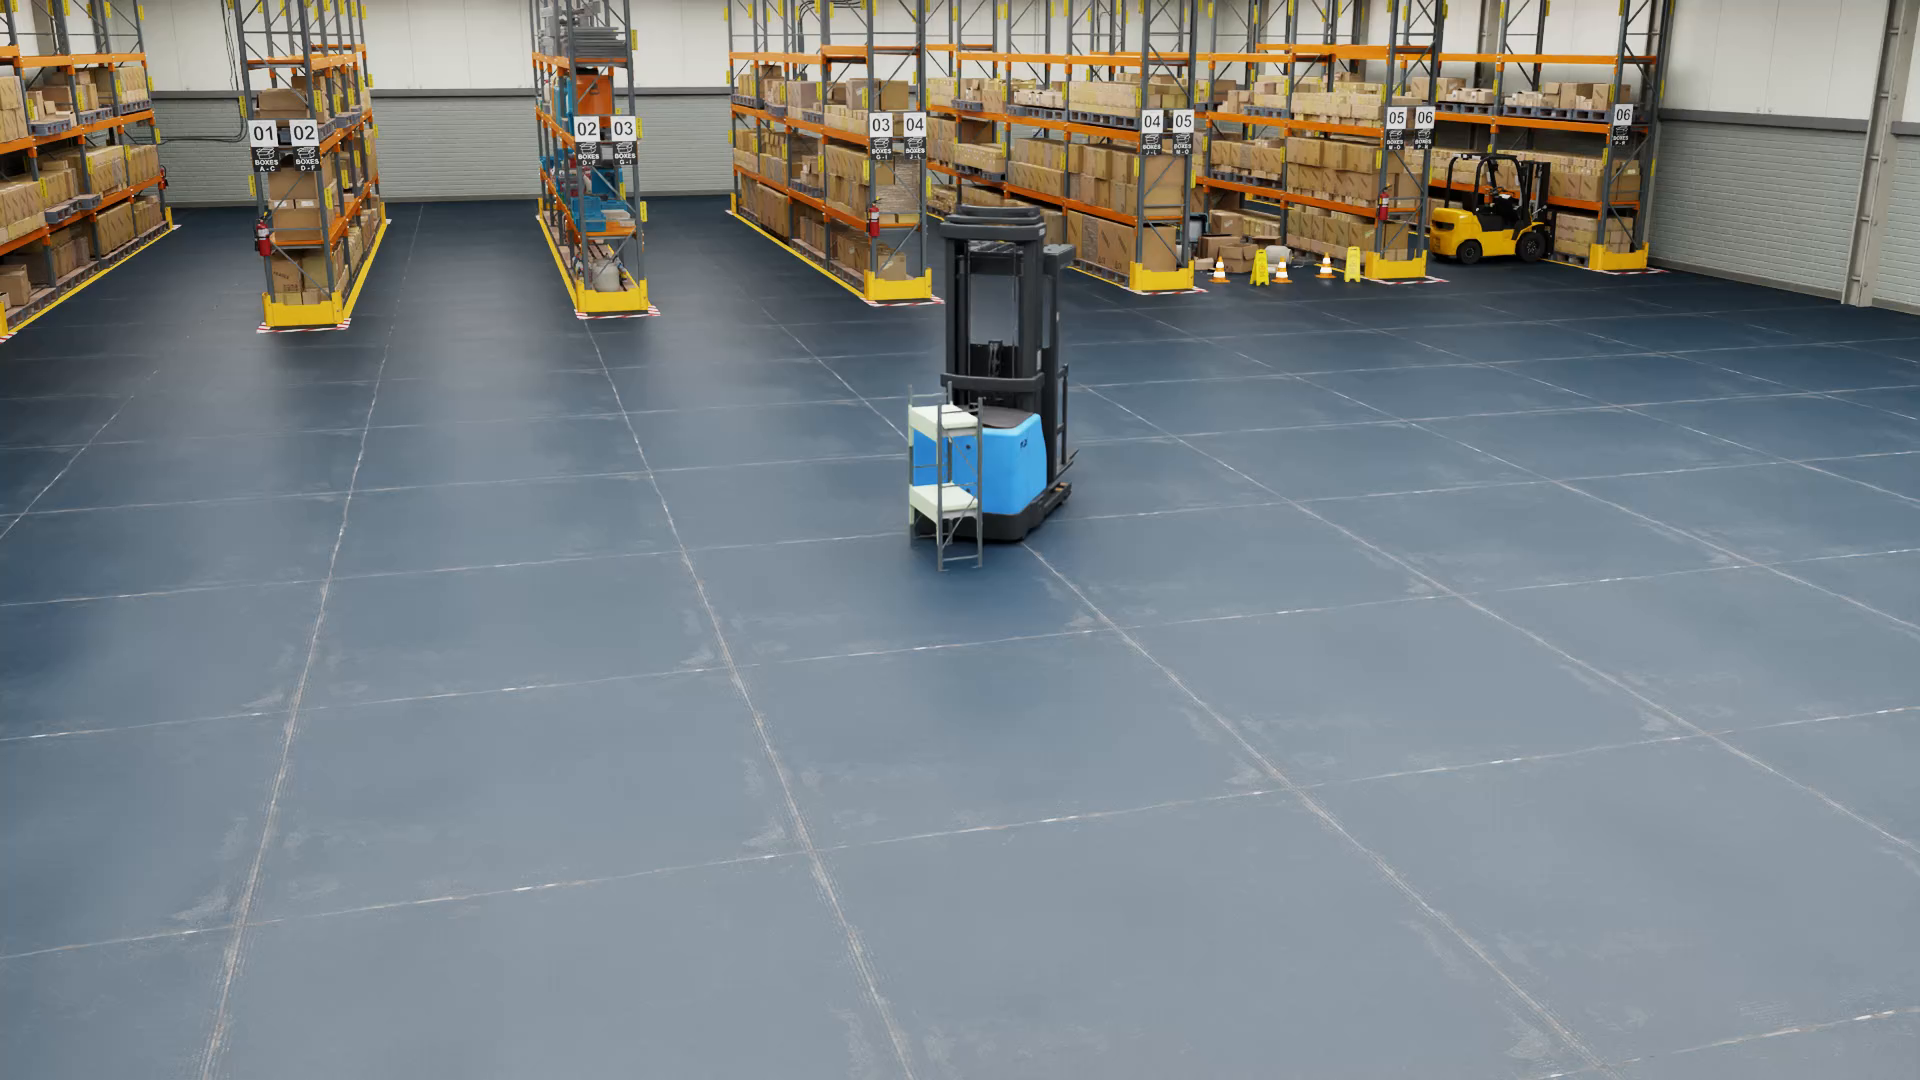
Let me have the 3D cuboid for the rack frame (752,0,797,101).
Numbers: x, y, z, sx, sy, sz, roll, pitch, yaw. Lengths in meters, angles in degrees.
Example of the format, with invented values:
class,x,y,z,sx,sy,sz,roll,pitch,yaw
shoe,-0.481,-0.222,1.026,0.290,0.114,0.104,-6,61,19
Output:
class,x,y,z,sx,sy,sz,roll,pitch,yaw
rack frame,-4.380,-11.925,39.307,1.000,3.000,0.127,-5,17,-15

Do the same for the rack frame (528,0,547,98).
class,x,y,z,sx,sy,sz,roll,pitch,yaw
rack frame,-10.242,-12.640,41.687,1.000,3.000,0.127,-5,17,-15

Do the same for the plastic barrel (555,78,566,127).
class,x,y,z,sx,sy,sz,roll,pitch,yaw
plastic barrel,-7.472,-8.428,32.009,0.600,0.901,0.600,0,17,0

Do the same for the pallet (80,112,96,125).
class,x,y,z,sx,sy,sz,roll,pitch,yaw
pallet,-17.797,-8.291,32.750,1.213,0.211,1.003,-4,17,-13

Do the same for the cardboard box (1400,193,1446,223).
class,x,y,z,sx,sy,sz,roll,pitch,yaw
cardboard box,11.177,-8.013,40.108,0.875,0.625,0.625,-4,17,-13

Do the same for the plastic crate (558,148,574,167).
class,x,y,z,sx,sy,sz,roll,pitch,yaw
plastic crate,-9.970,-9.734,42.277,0.616,0.435,0.499,-5,17,-15

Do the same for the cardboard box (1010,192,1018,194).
class,x,y,z,sx,sy,sz,roll,pitch,yaw
cardboard box,1.420,-8.023,39.056,0.500,0.250,0.500,-5,17,-16

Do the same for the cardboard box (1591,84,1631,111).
class,x,y,z,sx,sy,sz,roll,pitch,yaw
cardboard box,12.862,-8.746,32.861,0.500,0.500,0.500,-4,17,-13

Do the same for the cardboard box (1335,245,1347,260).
class,x,y,z,sx,sy,sz,roll,pitch,yaw
cardboard box,7.830,-5.746,33.216,0.500,0.250,0.500,-5,17,-15

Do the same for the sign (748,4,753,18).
class,x,y,z,sx,sy,sz,roll,pitch,yaw
sign,-4.921,-12.411,39.026,0.100,0.325,0.005,-5,17,-15

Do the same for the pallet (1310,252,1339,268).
class,x,y,z,sx,sy,sz,roll,pitch,yaw
pallet,7.904,-5.766,34.078,1.003,0.211,1.213,-5,17,-15

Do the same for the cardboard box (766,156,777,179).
class,x,y,z,sx,sy,sz,roll,pitch,yaw
cardboard box,-4.218,-8.675,38.743,0.500,0.500,0.500,-5,17,-17

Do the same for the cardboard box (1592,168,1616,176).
class,x,y,z,sx,sy,sz,roll,pitch,yaw
cardboard box,12.853,-7.342,33.176,0.380,0.149,0.250,-4,17,-14

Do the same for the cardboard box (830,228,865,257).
class,x,y,z,sx,sy,sz,roll,pitch,yaw
cardboard box,-2.330,-6.024,33.671,0.700,0.500,0.500,-6,18,-20

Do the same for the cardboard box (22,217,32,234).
class,x,y,z,sx,sy,sz,roll,pitch,yaw
cardboard box,-15.766,-5.218,27.634,0.500,0.250,0.500,-5,17,-16

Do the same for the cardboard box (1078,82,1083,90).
class,x,y,z,sx,sy,sz,roll,pitch,yaw
cardboard box,2.529,-8.882,32.538,0.380,0.149,0.250,-5,17,-16

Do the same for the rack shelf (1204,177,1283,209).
class,x,y,z,sx,sy,sz,roll,pitch,yaw
rack shelf,6.797,-7.831,37.357,1.077,0.370,4.000,-5,17,-15

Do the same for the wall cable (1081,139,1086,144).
class,x,y,z,sx,sy,sz,roll,pitch,yaw
wall cable,3.837,-13.101,51.886,0.588,1.984,0.122,-5,17,-15

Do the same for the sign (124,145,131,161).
class,x,y,z,sx,sy,sz,roll,pitch,yaw
sign,-18.149,-8.439,36.256,0.100,0.325,0.005,-5,17,-15

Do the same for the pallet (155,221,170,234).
class,x,y,z,sx,sy,sz,roll,pitch,yaw
pallet,-19.472,-7.433,39.628,1.003,0.211,1.213,-5,17,-15

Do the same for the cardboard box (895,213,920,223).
class,x,y,z,sx,sy,sz,roll,pitch,yaw
cardboard box,-0.932,-5.710,29.481,0.380,0.149,0.250,-5,17,-15

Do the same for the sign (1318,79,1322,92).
class,x,y,z,sx,sy,sz,roll,pitch,yaw
sign,9.400,-11.868,43.432,0.100,0.325,0.005,-5,17,-15

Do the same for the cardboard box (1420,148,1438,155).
class,x,y,z,sx,sy,sz,roll,pitch,yaw
cardboard box,11.077,-9.155,39.213,0.380,0.149,0.250,-4,17,-15

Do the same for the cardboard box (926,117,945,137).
class,x,y,z,sx,sy,sz,roll,pitch,yaw
cardboard box,-0.670,-10.907,43.919,0.500,0.500,0.500,-4,17,-14

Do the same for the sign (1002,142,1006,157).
class,x,y,z,sx,sy,sz,roll,pitch,yaw
sign,0.997,-8.781,37.392,0.100,0.325,0.005,-5,17,-15

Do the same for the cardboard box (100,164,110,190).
class,x,y,z,sx,sy,sz,roll,pitch,yaw
cardboard box,-17.727,-7.408,33.972,0.500,0.500,0.500,-5,17,-16

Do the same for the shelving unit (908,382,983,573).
class,x,y,z,sx,sy,sz,roll,pitch,yaw
shelving unit,-0.132,-0.559,14.505,0.431,1.500,0.755,-6,18,-20

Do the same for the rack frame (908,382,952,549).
class,x,y,z,sx,sy,sz,roll,pitch,yaw
rack frame,-0.263,-0.658,14.833,0.400,1.500,0.023,-6,18,-20

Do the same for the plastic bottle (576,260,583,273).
class,x,y,z,sx,sy,sz,roll,pitch,yaw
plastic bottle,-6.901,-4.912,30.228,0.144,0.351,0.185,-4,17,-13

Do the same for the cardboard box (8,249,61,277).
class,x,y,z,sx,sy,sz,roll,pitch,yaw
cardboard box,-16.878,-5.019,30.324,0.700,0.500,0.500,-5,17,-16

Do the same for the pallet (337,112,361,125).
class,x,y,z,sx,sy,sz,roll,pitch,yaw
pallet,-12.534,-8.329,32.877,1.213,0.211,1.003,-4,17,-13

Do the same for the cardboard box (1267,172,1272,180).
class,x,y,z,sx,sy,sz,roll,pitch,yaw
cardboard box,6.884,-7.898,36.036,0.380,0.149,0.250,-5,17,-17

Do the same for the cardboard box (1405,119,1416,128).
class,x,y,z,sx,sy,sz,roll,pitch,yaw
cardboard box,8.667,-7.950,31.724,0.380,0.149,0.250,-5,17,-15

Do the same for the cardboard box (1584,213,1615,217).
class,x,y,z,sx,sy,sz,roll,pitch,yaw
cardboard box,13.127,-6.558,34.181,0.500,0.250,0.500,-5,17,-15

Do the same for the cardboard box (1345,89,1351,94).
class,x,y,z,sx,sy,sz,roll,pitch,yaw
cardboard box,9.964,-11.327,42.062,0.380,0.149,0.250,-4,17,-14

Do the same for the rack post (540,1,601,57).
class,x,y,z,sx,sy,sz,roll,pitch,yaw
rack post,-7.568,-9.954,32.399,1.013,1.000,3.121,-5,17,-15

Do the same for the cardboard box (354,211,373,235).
class,x,y,z,sx,sy,sz,roll,pitch,yaw
cardboard box,-13.367,-7.032,37.026,0.500,0.500,0.500,-5,17,-15

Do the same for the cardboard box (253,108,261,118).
class,x,y,z,sx,sy,sz,roll,pitch,yaw
cardboard box,-11.178,-6.881,27.016,0.500,0.250,0.500,-5,17,-15

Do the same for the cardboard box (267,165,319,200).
class,x,y,z,sx,sy,sz,roll,pitch,yaw
cardboard box,-10.739,-5.764,26.797,0.700,0.500,0.500,-5,17,-15

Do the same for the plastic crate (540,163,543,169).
class,x,y,z,sx,sy,sz,roll,pitch,yaw
plastic crate,-10.295,-9.292,41.323,0.250,0.136,0.298,-5,17,-15

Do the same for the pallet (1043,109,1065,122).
class,x,y,z,sx,sy,sz,roll,pitch,yaw
pallet,2.316,-8.798,34.443,0.805,0.209,1.217,-5,18,-17

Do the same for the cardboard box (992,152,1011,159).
class,x,y,z,sx,sy,sz,roll,pitch,yaw
cardboard box,0.940,-8.775,37.920,0.380,0.149,0.250,-5,18,-17

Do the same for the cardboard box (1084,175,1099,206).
class,x,y,z,sx,sy,sz,roll,pitch,yaw
cardboard box,2.936,-6.865,32.629,0.875,0.550,0.550,-5,17,-15

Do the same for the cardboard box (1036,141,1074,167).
class,x,y,z,sx,sy,sz,roll,pitch,yaw
cardboard box,2.054,-8.288,35.717,0.700,0.500,0.500,-5,17,-16

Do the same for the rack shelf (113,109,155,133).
class,x,y,z,sx,sy,sz,roll,pitch,yaw
rack shelf,-19.218,-9.522,37.773,1.077,0.370,4.000,-5,17,-15

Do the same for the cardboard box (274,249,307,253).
class,x,y,z,sx,sy,sz,roll,pitch,yaw
cardboard box,-11.467,-4.732,28.537,0.500,0.500,0.500,-5,17,-15

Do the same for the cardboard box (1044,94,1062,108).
class,x,y,z,sx,sy,sz,roll,pitch,yaw
cardboard box,2.064,-9.141,34.610,0.500,0.250,0.500,-5,17,-16

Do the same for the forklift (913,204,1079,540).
class,x,y,z,sx,sy,sz,roll,pitch,yaw
forklift,0.478,-1.784,16.095,1.130,2.935,3.031,5,18,17

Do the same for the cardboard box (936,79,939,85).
class,x,y,z,sx,sy,sz,roll,pitch,yaw
cardboard box,-0.402,-11.700,42.471,0.380,0.149,0.250,-5,17,-16

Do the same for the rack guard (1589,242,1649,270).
class,x,y,z,sx,sy,sz,roll,pitch,yaw
rack guard,13.224,-5.706,33.376,1.175,0.500,0.348,-5,17,-15

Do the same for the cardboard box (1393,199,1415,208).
class,x,y,z,sx,sy,sz,roll,pitch,yaw
cardboard box,8.552,-6.506,32.132,0.380,0.149,0.250,-5,17,-15

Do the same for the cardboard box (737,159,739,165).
class,x,y,z,sx,sy,sz,roll,pitch,yaw
cardboard box,-5.557,-9.772,43.004,0.380,0.149,0.250,-5,17,-17

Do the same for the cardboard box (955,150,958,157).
class,x,y,z,sx,sy,sz,roll,pitch,yaw
cardboard box,0.083,-9.494,40.832,0.380,0.149,0.250,-4,17,-14
